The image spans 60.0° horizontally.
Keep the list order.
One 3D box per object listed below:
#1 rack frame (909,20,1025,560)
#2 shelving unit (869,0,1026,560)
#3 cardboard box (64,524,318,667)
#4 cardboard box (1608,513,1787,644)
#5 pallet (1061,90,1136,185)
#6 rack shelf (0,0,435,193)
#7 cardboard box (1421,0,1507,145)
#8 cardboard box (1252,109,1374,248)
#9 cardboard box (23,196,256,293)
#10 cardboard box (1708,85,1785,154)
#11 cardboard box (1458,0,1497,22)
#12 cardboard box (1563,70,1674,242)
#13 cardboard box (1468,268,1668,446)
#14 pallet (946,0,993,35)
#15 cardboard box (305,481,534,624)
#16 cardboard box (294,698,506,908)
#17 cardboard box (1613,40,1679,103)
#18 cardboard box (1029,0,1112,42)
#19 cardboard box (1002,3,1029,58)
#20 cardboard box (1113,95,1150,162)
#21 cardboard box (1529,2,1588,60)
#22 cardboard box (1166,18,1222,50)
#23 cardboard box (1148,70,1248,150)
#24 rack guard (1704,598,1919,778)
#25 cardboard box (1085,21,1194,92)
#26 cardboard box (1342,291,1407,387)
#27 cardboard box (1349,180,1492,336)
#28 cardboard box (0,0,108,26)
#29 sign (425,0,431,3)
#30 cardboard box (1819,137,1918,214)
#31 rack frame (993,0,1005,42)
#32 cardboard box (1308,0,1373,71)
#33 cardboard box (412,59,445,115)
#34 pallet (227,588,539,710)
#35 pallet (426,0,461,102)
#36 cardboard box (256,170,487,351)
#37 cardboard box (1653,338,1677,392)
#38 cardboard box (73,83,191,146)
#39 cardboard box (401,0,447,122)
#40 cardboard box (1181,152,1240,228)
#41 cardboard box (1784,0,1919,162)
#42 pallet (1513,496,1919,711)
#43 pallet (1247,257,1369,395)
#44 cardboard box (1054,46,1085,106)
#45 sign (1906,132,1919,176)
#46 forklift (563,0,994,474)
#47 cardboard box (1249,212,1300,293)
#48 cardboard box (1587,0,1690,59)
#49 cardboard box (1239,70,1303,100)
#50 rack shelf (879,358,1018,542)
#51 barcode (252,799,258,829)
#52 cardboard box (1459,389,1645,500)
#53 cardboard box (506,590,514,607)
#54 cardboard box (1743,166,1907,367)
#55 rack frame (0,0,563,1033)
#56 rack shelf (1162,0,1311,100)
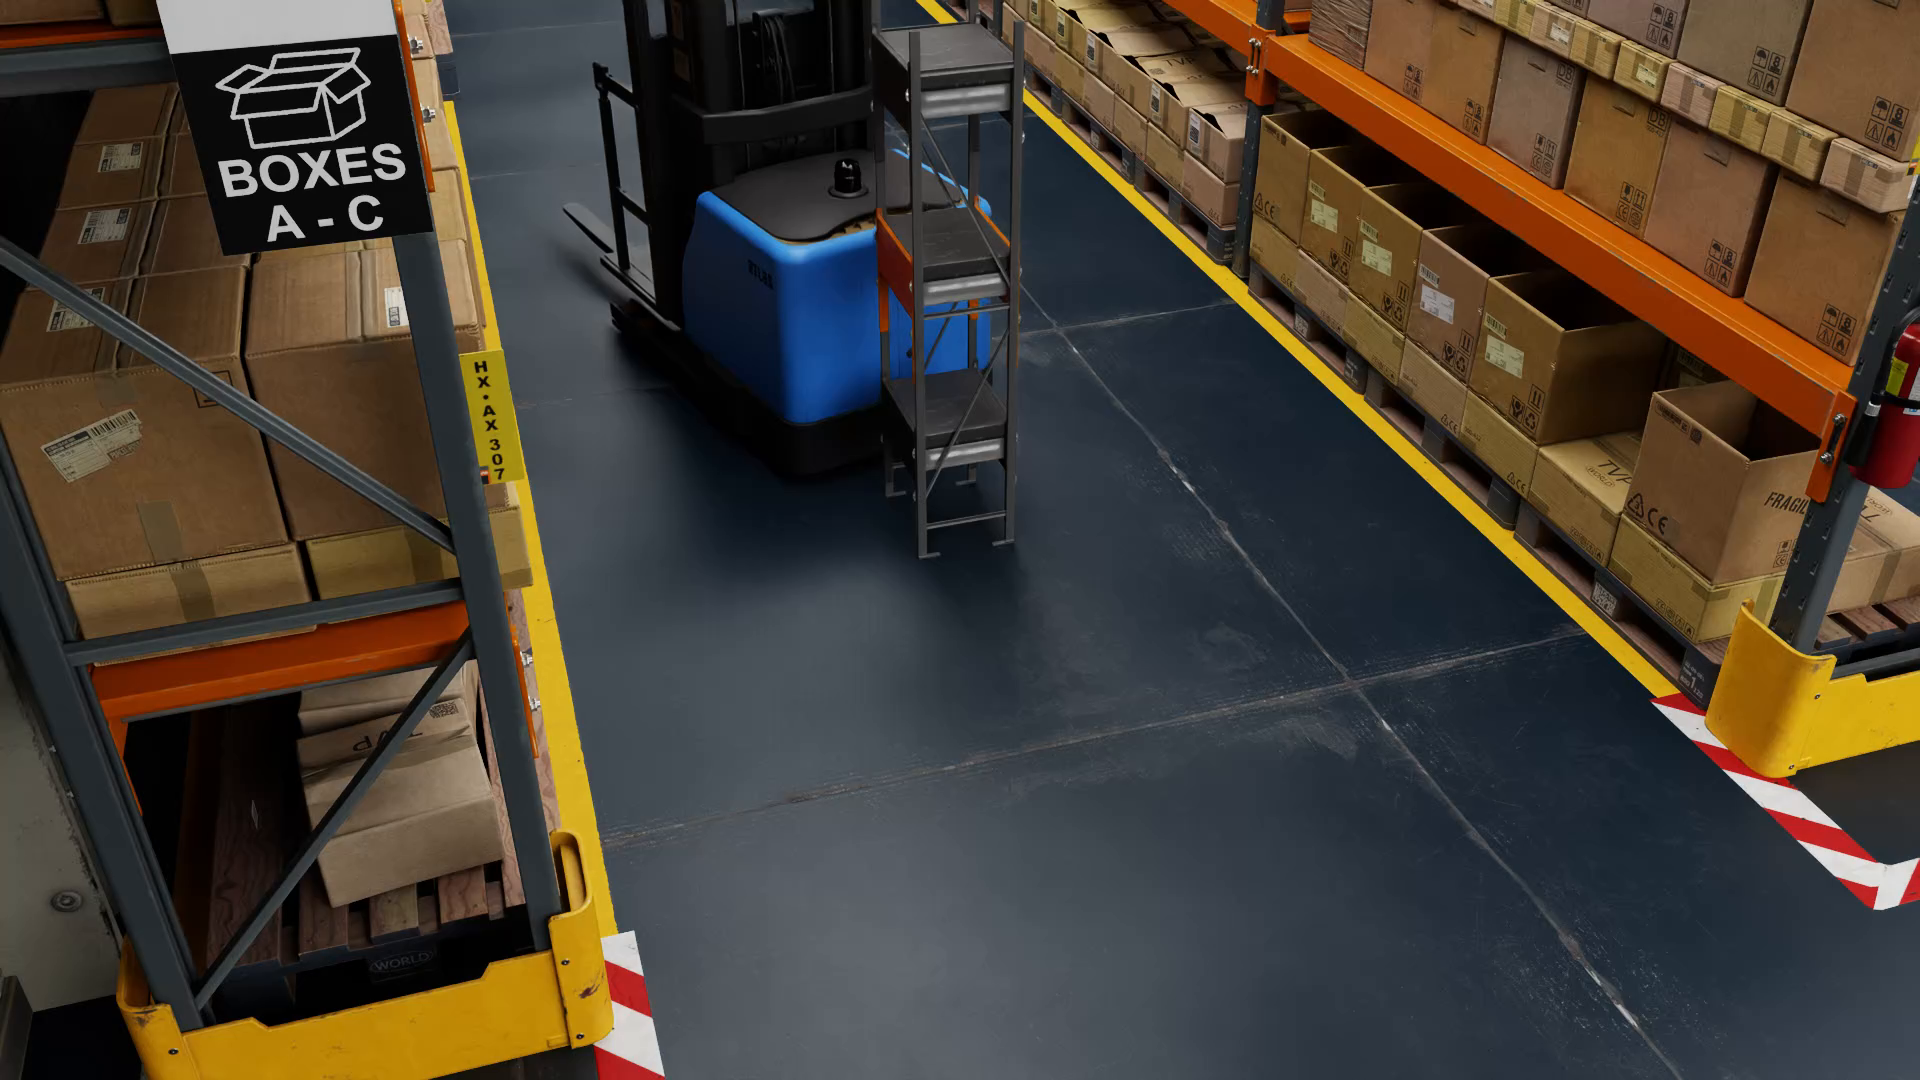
[{"bbox_3d":[0.024,-0.835,6.109,0.400,2.100,0.015,-10,35,-15],"label":"rack frame"},{"bbox_3d":[-0.050,-0.963,6.303,0.431,2.100,0.503,-10,35,-15],"label":"shelving unit"},{"bbox_3d":[-1.872,0.028,4.105,0.500,0.250,0.500,-10,35,-14],"label":"cardboard box"},{"bbox_3d":[2.727,0.092,6.004,0.500,0.250,0.500,-10,35,-15],"label":"cardboard box"},{"bbox_3d":[1.314,-2.607,10.504,1.003,0.211,1.213,-10,35,-15],"label":"pallet"},{"bbox_3d":[-2.155,-1.815,4.707,1.077,0.370,4.000,-10,35,-15],"label":"rack shelf"},{"bbox_3d":[2.409,-2.018,6.993,0.700,0.500,0.500,-10,35,-14],"label":"cardboard box"},{"bbox_3d":[1.795,-1.793,8.176,0.500,0.500,0.500,-10,35,-15],"label":"cardboard box"},{"bbox_3d":[-2.035,-0.550,4.299,0.500,0.500,0.500,-10,35,-14],"label":"cardboard box"},{"bbox_3d":[2.714,-1.401,5.470,0.380,0.149,0.250,-11,35,-15],"label":"cardboard box"},{"bbox_3d":[2.246,-2.211,6.697,0.380,0.149,0.250,-11,35,-16],"label":"cardboard box"},{"bbox_3d":[2.731,-1.474,6.169,0.700,0.500,0.500,-10,35,-14],"label":"cardboard box"},{"bbox_3d":[2.406,-0.743,6.587,0.500,0.500,0.500,-10,35,-15],"label":"cardboard box"},{"bbox_3d":[0.540,-4.084,12.738,1.003,0.211,1.213,-10,35,-15],"label":"pallet"},{"bbox_3d":[-1.391,-0.069,4.251,0.500,0.250,0.500,-11,35,-16],"label":"cardboard box"},{"bbox_3d":[-1.670,0.746,4.939,0.500,0.311,0.500,-14,36,-20],"label":"cardboard box"},{"bbox_3d":[2.559,-1.671,5.879,0.380,0.149,0.250,-9,34,-13],"label":"cardboard box"},{"bbox_3d":[0.780,-3.512,10.948,0.500,0.311,0.500,-11,35,-16],"label":"cardboard box"},{"bbox_3d":[0.611,-3.552,11.518,0.500,0.250,0.500,-10,35,-15],"label":"cardboard box"},{"bbox_3d":[1.240,-2.480,9.895,0.500,0.250,0.500,-9,35,-14],"label":"cardboard box"},{"bbox_3d":[2.398,-1.943,6.291,0.380,0.149,0.250,-10,35,-15],"label":"cardboard box"},{"bbox_3d":[1.592,-3.076,10.289,0.500,0.311,0.500,-9,35,-13],"label":"cardboard box"},{"bbox_3d":[1.390,-2.447,9.337,0.500,0.311,0.500,-9,35,-13],"label":"cardboard box"},{"bbox_3d":[3.179,0.407,5.681,1.175,0.500,0.348,-10,35,-15],"label":"rack guard"},{"bbox_3d":[1.090,-2.974,10.134,0.500,0.311,0.500,-10,35,-15],"label":"cardboard box"},{"bbox_3d":[2.099,-0.955,7.588,0.500,0.250,0.500,-10,35,-15],"label":"cardboard box"},{"bbox_3d":[2.100,-1.268,7.382,0.500,0.500,0.500,-10,35,-15],"label":"cardboard box"},{"bbox_3d":[-1.913,-1.291,3.154,0.500,0.500,0.500,-8,34,-11],"label":"cardboard box"},{"bbox_3d":[-2.251,-2.370,6.831,0.100,0.325,0.005,-10,35,-15],"label":"sign"},{"bbox_3d":[2.874,-1.129,5.059,0.380,0.149,0.250,-11,35,-16],"label":"cardboard box"},{"bbox_3d":[0.731,-4.849,11.367,1.000,3.000,0.127,-10,35,-15],"label":"rack frame"},{"bbox_3d":[2.093,-2.558,7.810,0.700,0.500,0.500,-11,35,-16],"label":"cardboard box"},{"bbox_3d":[-1.866,-1.176,5.246,0.500,0.500,0.500,-9,34,-13],"label":"cardboard box"},{"bbox_3d":[-2.151,0.238,6.198,1.003,0.211,1.213,-10,35,-15],"label":"pallet"},{"bbox_3d":[-2.860,-2.259,7.622,1.003,0.211,1.213,-10,35,-15],"label":"pallet"},{"bbox_3d":[-1.546,-0.634,4.427,0.500,0.500,0.500,-10,35,-15],"label":"cardboard box"},{"bbox_3d":[2.901,-0.831,6.720,0.500,0.500,0.500,-10,35,-15],"label":"cardboard box"},{"bbox_3d":[-2.351,-1.085,5.109,0.500,0.500,0.500,-10,35,-14],"label":"cardboard box"},{"bbox_3d":[-2.169,-1.715,6.062,0.500,0.500,0.500,-10,35,-15],"label":"cardboard box"},{"bbox_3d":[1.549,-1.946,9.087,0.500,0.250,0.500,-10,35,-15],"label":"cardboard box"},{"bbox_3d":[3.025,-1.506,5.041,0.700,0.500,0.500,-10,35,-15],"label":"cardboard box"},{"bbox_3d":[2.898,0.120,6.376,1.003,0.211,1.213,-10,35,-15],"label":"pallet"},{"bbox_3d":[2.154,-1.161,8.315,1.003,0.211,1.213,-10,35,-15],"label":"pallet"},{"bbox_3d":[0.930,-3.017,10.708,0.500,0.250,0.500,-11,35,-16],"label":"cardboard box"},{"bbox_3d":[2.651,-1.146,4.499,0.100,0.325,0.005,-10,35,-15],"label":"sign"},{"bbox_3d":[-1.075,-2.275,7.534,1.130,2.935,3.031,-20,38,-27],"label":"forklift"},{"bbox_3d":[1.804,-1.482,8.385,0.500,0.250,0.500,-10,35,-15],"label":"cardboard box"},{"bbox_3d":[2.705,-2.046,5.858,0.700,0.500,0.500,-10,35,-15],"label":"cardboard box"},{"bbox_3d":[1.915,-2.533,9.467,0.500,0.311,0.500,-10,35,-15],"label":"cardboard box"},{"bbox_3d":[-0.050,-0.368,6.696,0.431,0.518,0.480,-10,35,-15],"label":"rack shelf"},{"bbox_3d":[-2.057,0.800,4.850,0.001,0.075,0.075,-10,35,-15],"label":"barcode"},{"bbox_3d":[2.408,-0.431,6.795,0.500,0.250,0.500,-10,35,-15],"label":"cardboard box"},{"bbox_3d":[-2.020,-0.025,5.936,0.700,0.500,0.500,-12,35,-18],"label":"cardboard box"},{"bbox_3d":[3.041,-0.937,5.357,0.700,0.500,0.500,-10,35,-15],"label":"cardboard box"},{"bbox_3d":[-1.545,0.187,3.747,1.000,3.000,0.127,-10,35,-15],"label":"rack frame"},{"bbox_3d":[1.341,-3.498,9.976,1.077,0.370,4.000,-10,35,-15],"label":"rack shelf"}]
